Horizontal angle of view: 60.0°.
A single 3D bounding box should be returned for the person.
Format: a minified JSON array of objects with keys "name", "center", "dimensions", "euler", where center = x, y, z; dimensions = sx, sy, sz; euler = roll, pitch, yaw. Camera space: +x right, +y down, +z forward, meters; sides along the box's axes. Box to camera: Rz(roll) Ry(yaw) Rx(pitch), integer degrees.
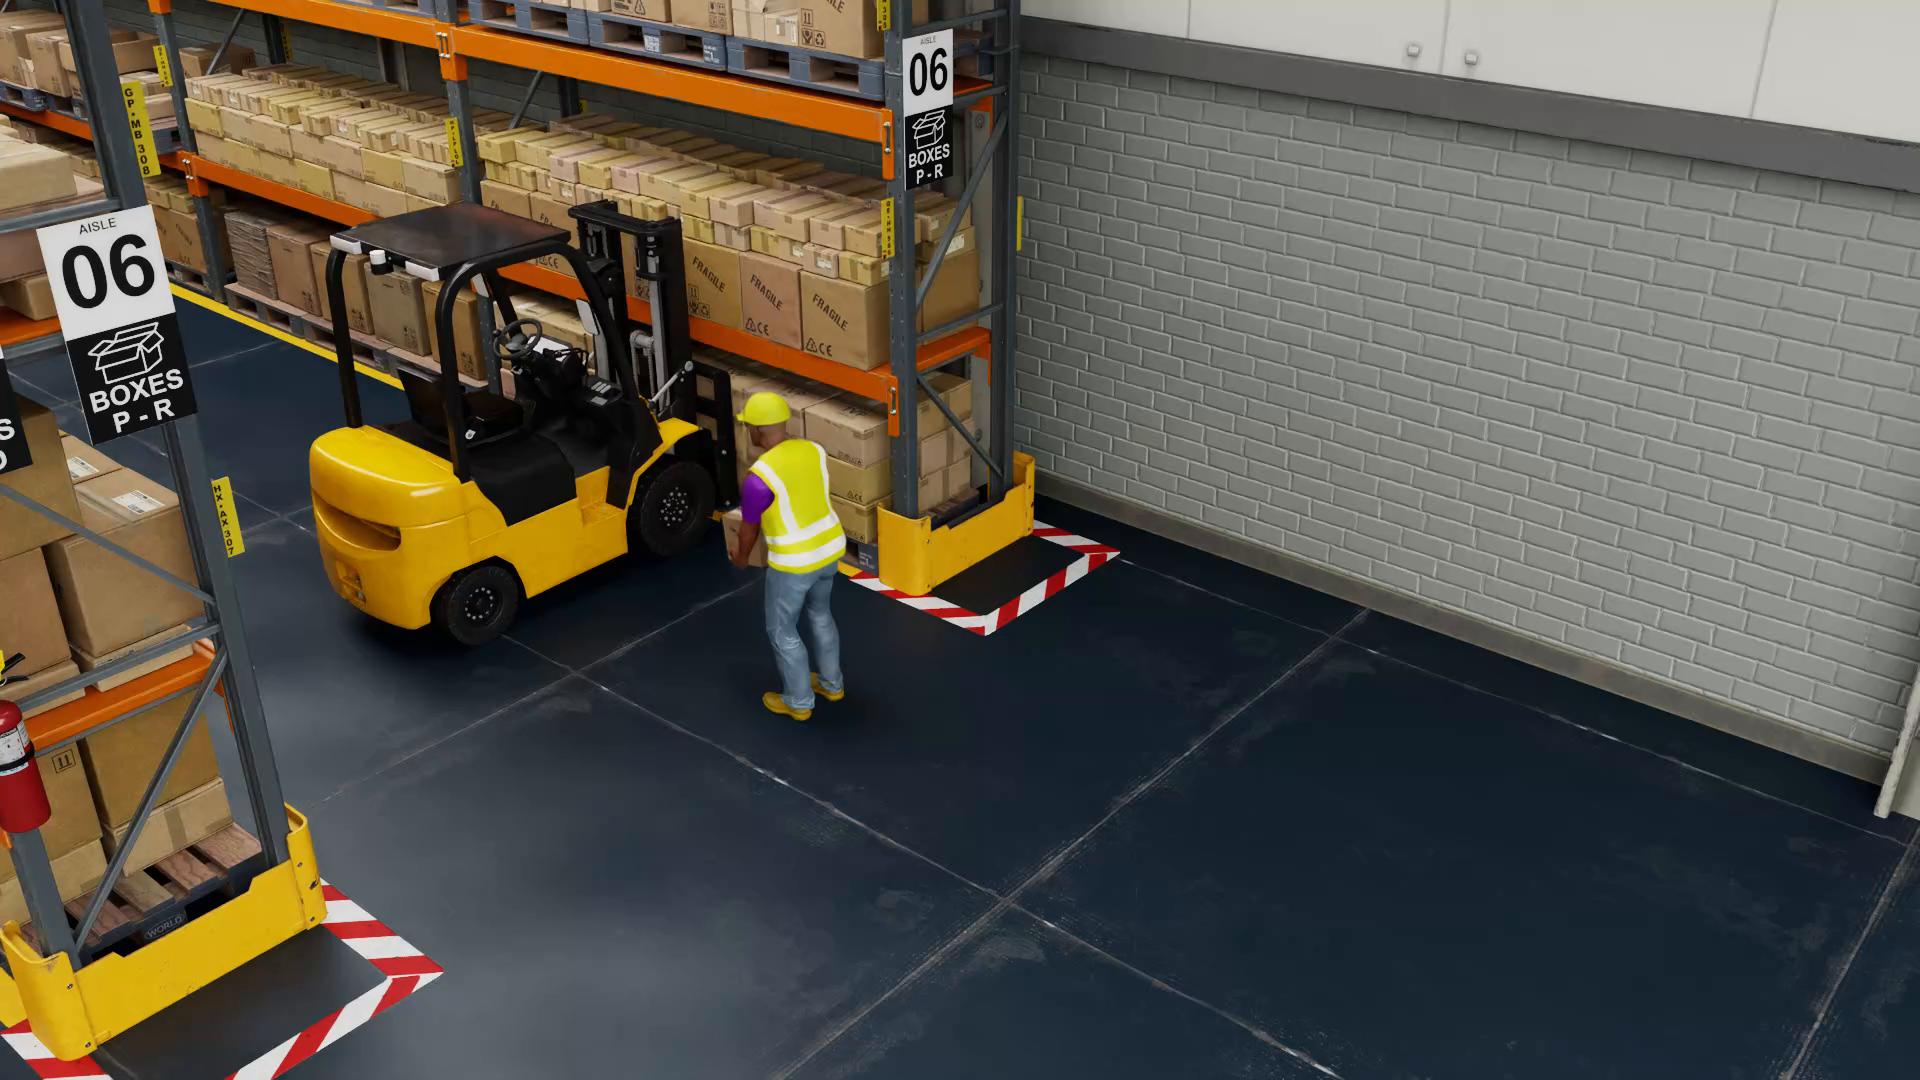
[{"name":"person","center":[-0.868,0.075,8.480],"dimensions":[0.532,1.733,0.458],"euler":[20,33,34]}]
